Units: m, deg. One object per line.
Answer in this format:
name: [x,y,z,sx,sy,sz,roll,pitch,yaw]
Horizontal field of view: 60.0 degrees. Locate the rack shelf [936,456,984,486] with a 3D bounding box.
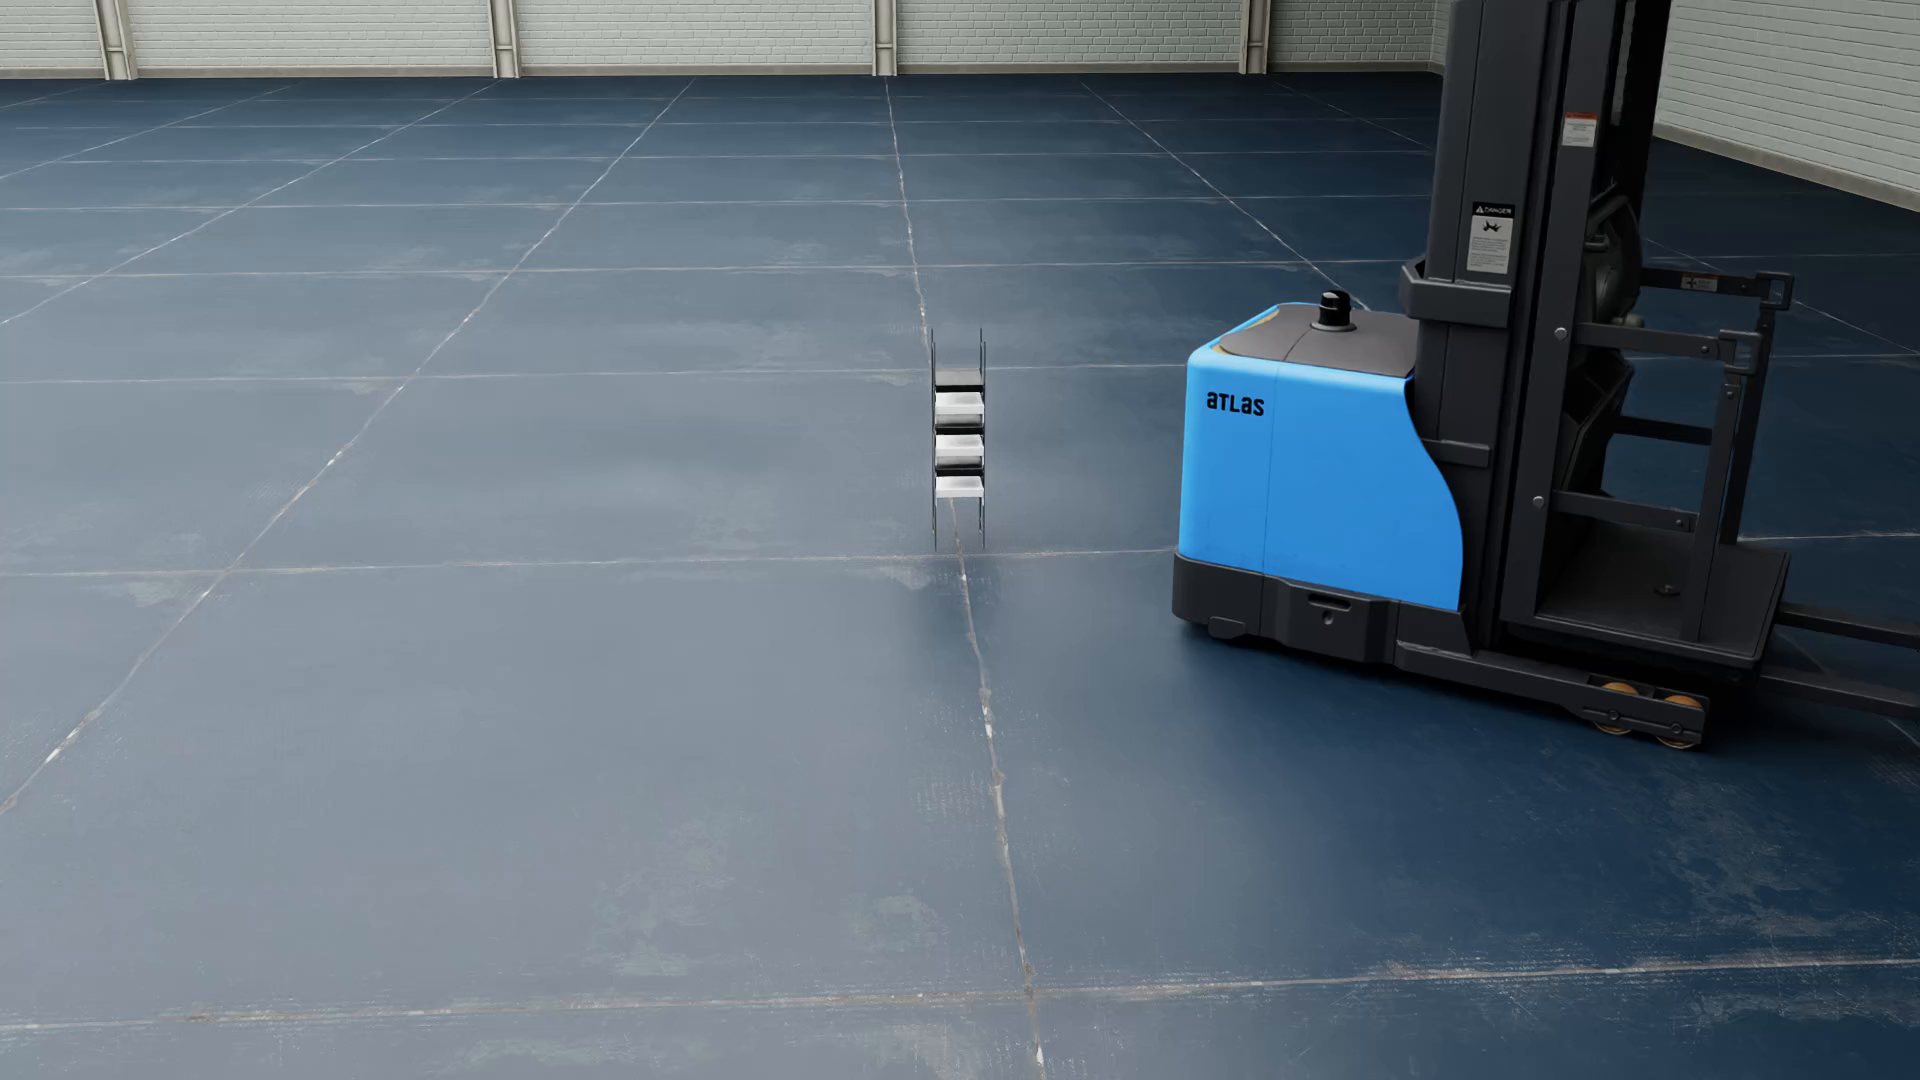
rack shelf: [-0.008,-0.305,7.004,0.200,0.077,0.258,-1,21,-3]

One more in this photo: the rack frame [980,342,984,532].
rack frame: [0.093,-0.423,6.967,0.003,0.785,0.228,-1,21,-3]

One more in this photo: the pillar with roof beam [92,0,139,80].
pillar with roof beam: [-12.949,-9.942,20.587,0.400,9.000,9.100,-1,21,-3]

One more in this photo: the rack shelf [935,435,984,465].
rack shelf: [-0.008,-0.389,6.972,0.200,0.077,0.258,-1,21,-3]

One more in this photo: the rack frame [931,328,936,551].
rack frame: [-0.110,-0.418,6.955,0.006,0.900,0.240,-1,21,-3]

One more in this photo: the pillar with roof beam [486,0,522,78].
pillar with roof beam: [-6.959,-10.064,20.907,0.400,9.000,9.100,-1,21,-3]

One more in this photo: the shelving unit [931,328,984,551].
shelving unit: [-0.009,-0.420,6.960,0.208,0.900,0.258,-1,21,-3]

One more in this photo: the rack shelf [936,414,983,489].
rack shelf: [-0.008,-0.373,6.978,0.190,0.281,0.221,-1,21,-3]

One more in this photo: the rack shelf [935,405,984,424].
rack shelf: [-0.008,-0.557,6.908,0.200,0.077,0.258,-1,21,-3]

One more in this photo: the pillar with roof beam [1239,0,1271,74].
pillar with roof beam: [5.021,-10.307,21.547,0.400,9.000,9.100,-1,21,-3]
